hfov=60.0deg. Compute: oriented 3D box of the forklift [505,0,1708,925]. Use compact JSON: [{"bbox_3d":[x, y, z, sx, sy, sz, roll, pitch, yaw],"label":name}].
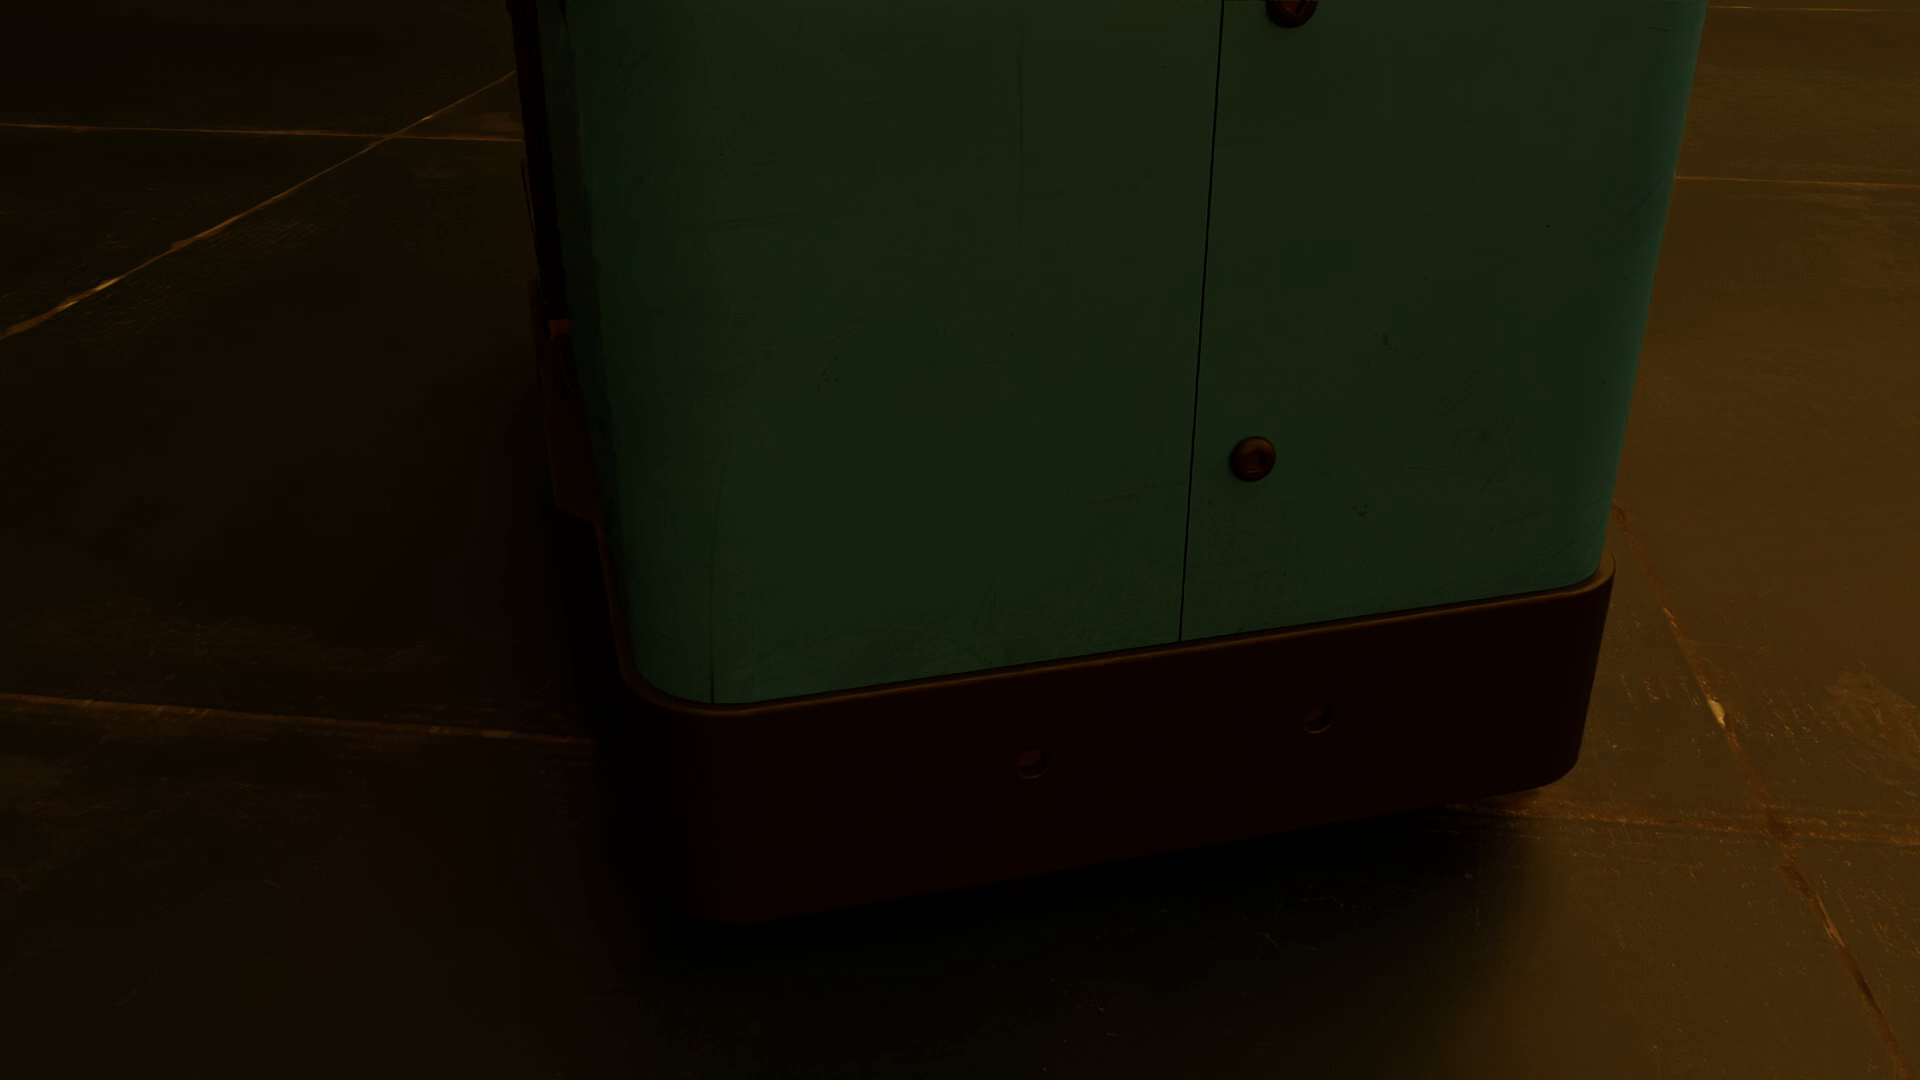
[{"bbox_3d":[-0.185,-1.580,2.384,1.130,2.935,3.031,-7,27,-14],"label":"forklift"}]
